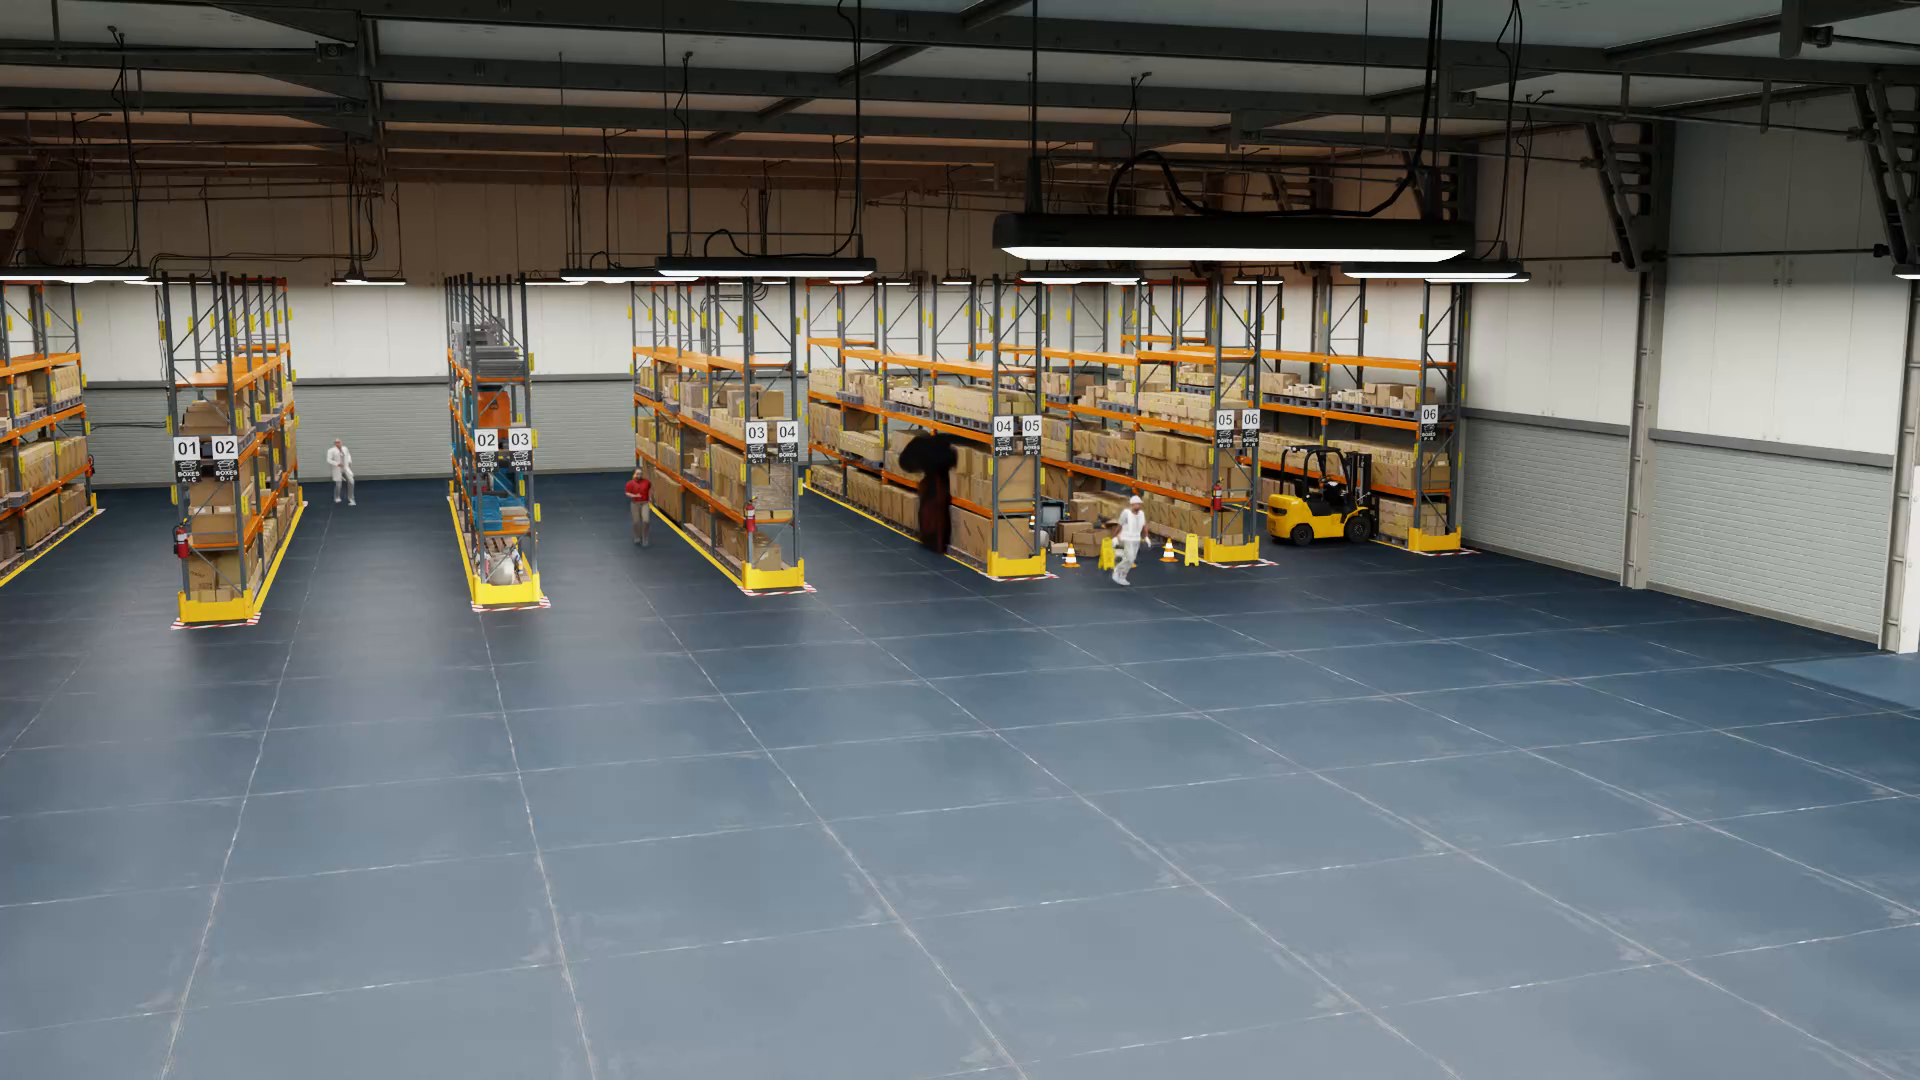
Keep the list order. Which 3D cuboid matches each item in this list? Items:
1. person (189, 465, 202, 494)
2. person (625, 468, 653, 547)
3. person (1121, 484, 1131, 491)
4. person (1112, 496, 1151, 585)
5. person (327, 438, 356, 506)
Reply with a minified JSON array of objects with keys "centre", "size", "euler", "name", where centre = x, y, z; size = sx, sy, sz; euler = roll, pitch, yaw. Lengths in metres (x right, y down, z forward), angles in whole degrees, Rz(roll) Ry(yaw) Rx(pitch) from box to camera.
[{"centre":[-20.575,-1.861,45.035],"size":[0.496,1.625,0.677],"euler":[0,9,1],"name":"person"},{"centre":[-7.161,-0.711,37.159],"size":[0.613,1.790,0.857],"euler":[-2,9,-15],"name":"person"},{"centre":[4.858,-2.250,47.273],"size":[0.656,1.746,0.700],"euler":[-7,11,-40],"name":"person"},{"centre":[3.301,0.011,32.171],"size":[0.674,1.752,0.589],"euler":[-7,11,-40],"name":"person"},{"centre":[-16.495,-1.808,44.251],"size":[0.702,1.821,0.802],"euler":[-8,11,-41],"name":"person"}]
